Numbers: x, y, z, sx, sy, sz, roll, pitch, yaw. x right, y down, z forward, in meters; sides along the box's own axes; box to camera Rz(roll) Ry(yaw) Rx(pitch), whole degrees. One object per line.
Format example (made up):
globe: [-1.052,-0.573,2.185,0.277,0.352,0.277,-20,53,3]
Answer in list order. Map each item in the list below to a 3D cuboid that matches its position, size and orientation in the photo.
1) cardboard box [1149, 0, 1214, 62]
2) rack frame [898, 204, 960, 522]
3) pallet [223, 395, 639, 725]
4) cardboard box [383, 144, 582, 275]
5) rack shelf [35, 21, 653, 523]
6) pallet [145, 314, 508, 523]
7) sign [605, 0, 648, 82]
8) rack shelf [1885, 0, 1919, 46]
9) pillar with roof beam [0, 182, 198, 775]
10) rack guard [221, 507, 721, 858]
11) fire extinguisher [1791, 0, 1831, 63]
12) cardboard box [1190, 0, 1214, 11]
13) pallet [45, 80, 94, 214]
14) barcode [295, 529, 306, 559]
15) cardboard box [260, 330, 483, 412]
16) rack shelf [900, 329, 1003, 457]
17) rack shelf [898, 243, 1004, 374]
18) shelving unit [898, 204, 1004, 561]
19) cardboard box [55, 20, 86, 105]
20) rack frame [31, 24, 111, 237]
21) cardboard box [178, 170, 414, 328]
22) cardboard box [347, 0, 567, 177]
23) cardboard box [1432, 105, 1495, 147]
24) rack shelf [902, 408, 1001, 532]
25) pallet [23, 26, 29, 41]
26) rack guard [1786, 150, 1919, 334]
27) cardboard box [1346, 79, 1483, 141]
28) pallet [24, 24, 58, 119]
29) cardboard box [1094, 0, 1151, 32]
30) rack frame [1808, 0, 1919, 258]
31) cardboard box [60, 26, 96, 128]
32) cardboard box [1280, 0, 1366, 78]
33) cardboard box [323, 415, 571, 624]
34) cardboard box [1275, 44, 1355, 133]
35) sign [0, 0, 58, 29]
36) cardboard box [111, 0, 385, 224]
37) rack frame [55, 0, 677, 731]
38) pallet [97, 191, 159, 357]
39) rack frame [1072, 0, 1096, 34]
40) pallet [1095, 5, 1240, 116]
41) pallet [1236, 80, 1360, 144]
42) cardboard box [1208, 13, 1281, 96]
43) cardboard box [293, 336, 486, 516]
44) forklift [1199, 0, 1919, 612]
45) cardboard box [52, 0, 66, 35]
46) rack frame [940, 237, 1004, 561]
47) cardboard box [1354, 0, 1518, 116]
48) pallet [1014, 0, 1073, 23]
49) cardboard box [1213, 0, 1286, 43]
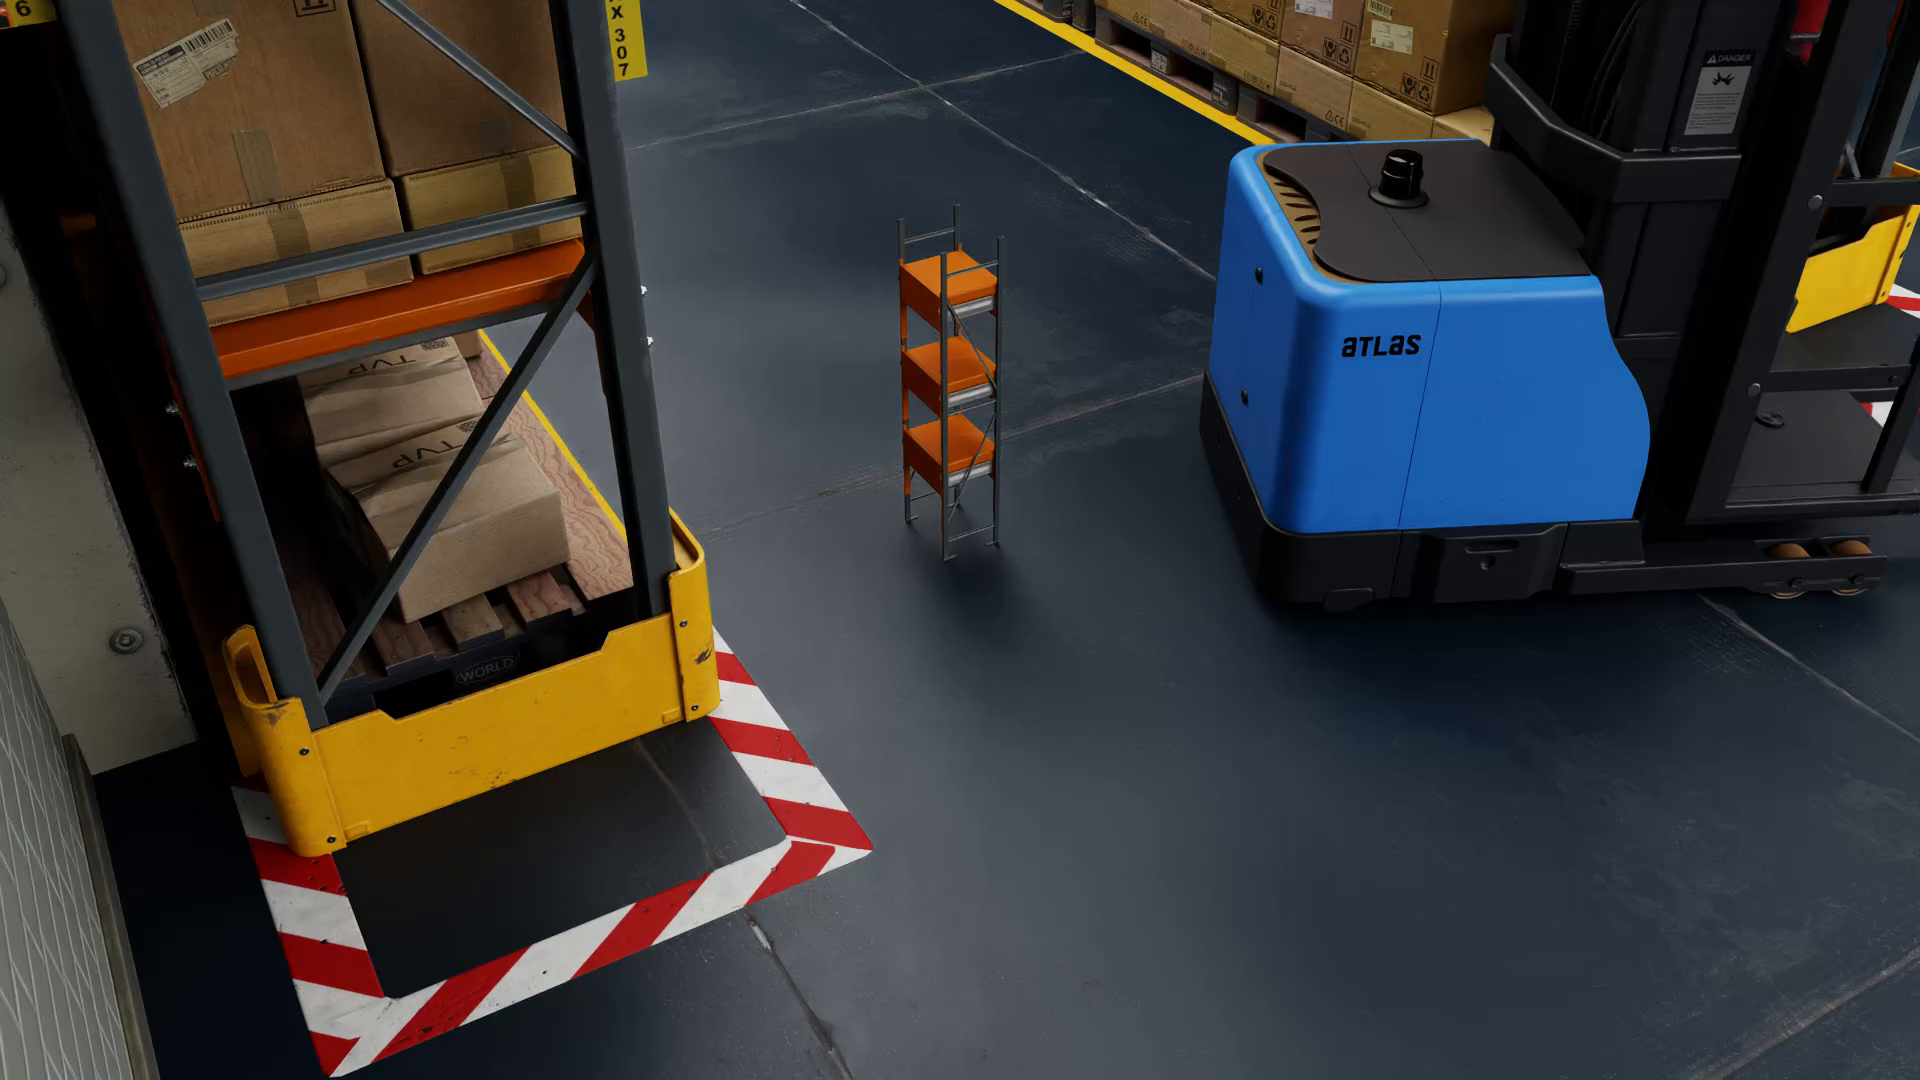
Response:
cardboard box: [1.292,-2.610,8.256,0.500,0.250,0.500,-19,40,-24]
rack frame: [-0.088,-0.513,5.063,0.200,1.050,0.008,-19,40,-24]
pallet: [-1.613,0.038,5.019,1.003,0.211,1.213,-19,40,-24]
cardboard box: [-1.168,-0.915,4.070,0.500,0.250,0.500,-20,41,-25]
rack shelf: [-2.202,-1.354,5.170,1.077,0.370,4.000,-19,40,-24]
pallet: [-2.222,-0.583,5.870,1.003,0.211,1.213,-19,40,-24]
sign: [-0.728,-1.135,3.527,0.100,0.325,0.005,-19,40,-24]
rack shelf: [2.079,-2.824,7.183,1.077,0.370,4.000,-19,40,-24]
pillar with roof beam: [1.426,-4.423,3.677,9.100,9.000,0.400,-19,40,-24]
rack guard: [-1.235,0.346,4.352,1.175,0.500,0.348,-19,40,-24]
fire extinguisher: [2.742,-1.865,5.326,0.296,0.674,0.183,-19,40,-24]
cardboard box: [1.295,-2.914,8.036,0.500,0.500,0.500,-19,40,-24]
pallet: [-3.599,-1.935,7.720,1.003,0.211,1.213,-19,40,-24]
barcode: [-1.822,0.010,4.592,0.001,0.075,0.075,-19,40,-24]
cardboard box: [-2.079,-0.852,5.619,0.700,0.500,0.500,-22,41,-27]
rack shelf: [-0.027,-0.443,4.984,0.215,0.259,0.240,-19,40,-24]
rack shelf: [-0.027,-0.672,4.817,0.215,0.259,0.240,-19,40,-24]
shelving unit: [-0.027,-0.451,4.978,0.215,1.050,0.252,-19,40,-24]
cardboard box: [-2.382,-1.526,4.907,0.500,0.250,0.500,-18,40,-23]
rack frame: [-3.207,-2.664,6.355,1.000,3.000,0.127,-19,40,-24]
cardboard box: [-1.600,-0.753,3.848,0.500,0.250,0.500,-18,40,-23]
cardboard box: [-1.177,-1.207,3.834,0.500,0.500,0.500,-19,40,-24]
cardboard box: [2.298,-1.591,6.860,0.500,0.250,0.500,-19,40,-24]
rack shelf: [-0.027,-0.218,5.148,0.215,0.259,0.240,-19,40,-24]
pallet: [-4.825,-3.179,9.424,1.003,0.211,1.213,-19,40,-24]
rack guard: [3.096,-1.072,6.295,1.175,0.500,0.348,-19,40,-24]
cardboard box: [2.045,-1.845,7.208,0.500,0.250,0.500,-19,40,-24]
pallet: [-4.216,-2.558,8.573,1.003,0.211,1.213,-19,40,-24]
cardboard box: [1.045,-2.867,8.607,0.500,0.250,0.500,-19,40,-24]
rack frame: [3.084,-2.094,5.574,1.000,3.000,0.127,-19,40,-24]
cardboard box: [-2.126,-1.269,4.555,0.500,0.250,0.500,-19,40,-24]
cardboard box: [1.792,-2.402,7.336,0.500,0.500,0.500,-19,40,-24]
cardboard box: [-1.467,-0.096,4.745,0.500,0.311,0.500,-24,42,-29]
cardboard box: [1.795,-2.101,7.558,0.500,0.250,0.500,-19,40,-24]
sign: [-1.687,-1.065,2.916,0.100,0.325,0.005,-19,40,-24]
cardboard box: [-1.618,-1.052,3.622,0.500,0.500,0.500,-19,40,-24]
rack frame: [-1.197,-0.624,3.562,1.000,3.000,0.127,-19,40,-24]
pallet: [-2.839,-1.206,6.722,1.003,0.211,1.213,-19,40,-24]
rack frame: [1.074,-4.134,8.367,1.000,3.000,0.127,-19,40,-24]
pallet: [1.438,-2.590,8.617,1.003,0.211,1.213,-19,40,-24]
pallet: [2.055,-1.967,7.764,1.003,0.211,1.213,-19,40,-24]
cardboard box: [1.539,-2.354,7.905,0.500,0.250,0.500,-19,40,-24]
cardboard box: [-1.753,-0.386,5.143,0.500,0.311,0.500,-16,39,-20]
forklift: [2.353,-1.316,4.567,3.031,2.935,1.130,-3,36,-4]
cardboard box: [-2.126,-1.574,4.336,0.500,0.500,0.500,-20,41,-25]
rack frame: [0.034,-0.389,4.893,0.200,1.050,0.008,-19,40,-24]
cardboard box: [2.042,-2.147,6.986,0.500,0.500,0.500,-19,40,-24]
pallet: [0.671,-3.372,9.688,1.003,0.211,1.213,-19,40,-24]
cardboard box: [1.539,-2.657,7.684,0.500,0.500,0.500,-19,40,-24]
